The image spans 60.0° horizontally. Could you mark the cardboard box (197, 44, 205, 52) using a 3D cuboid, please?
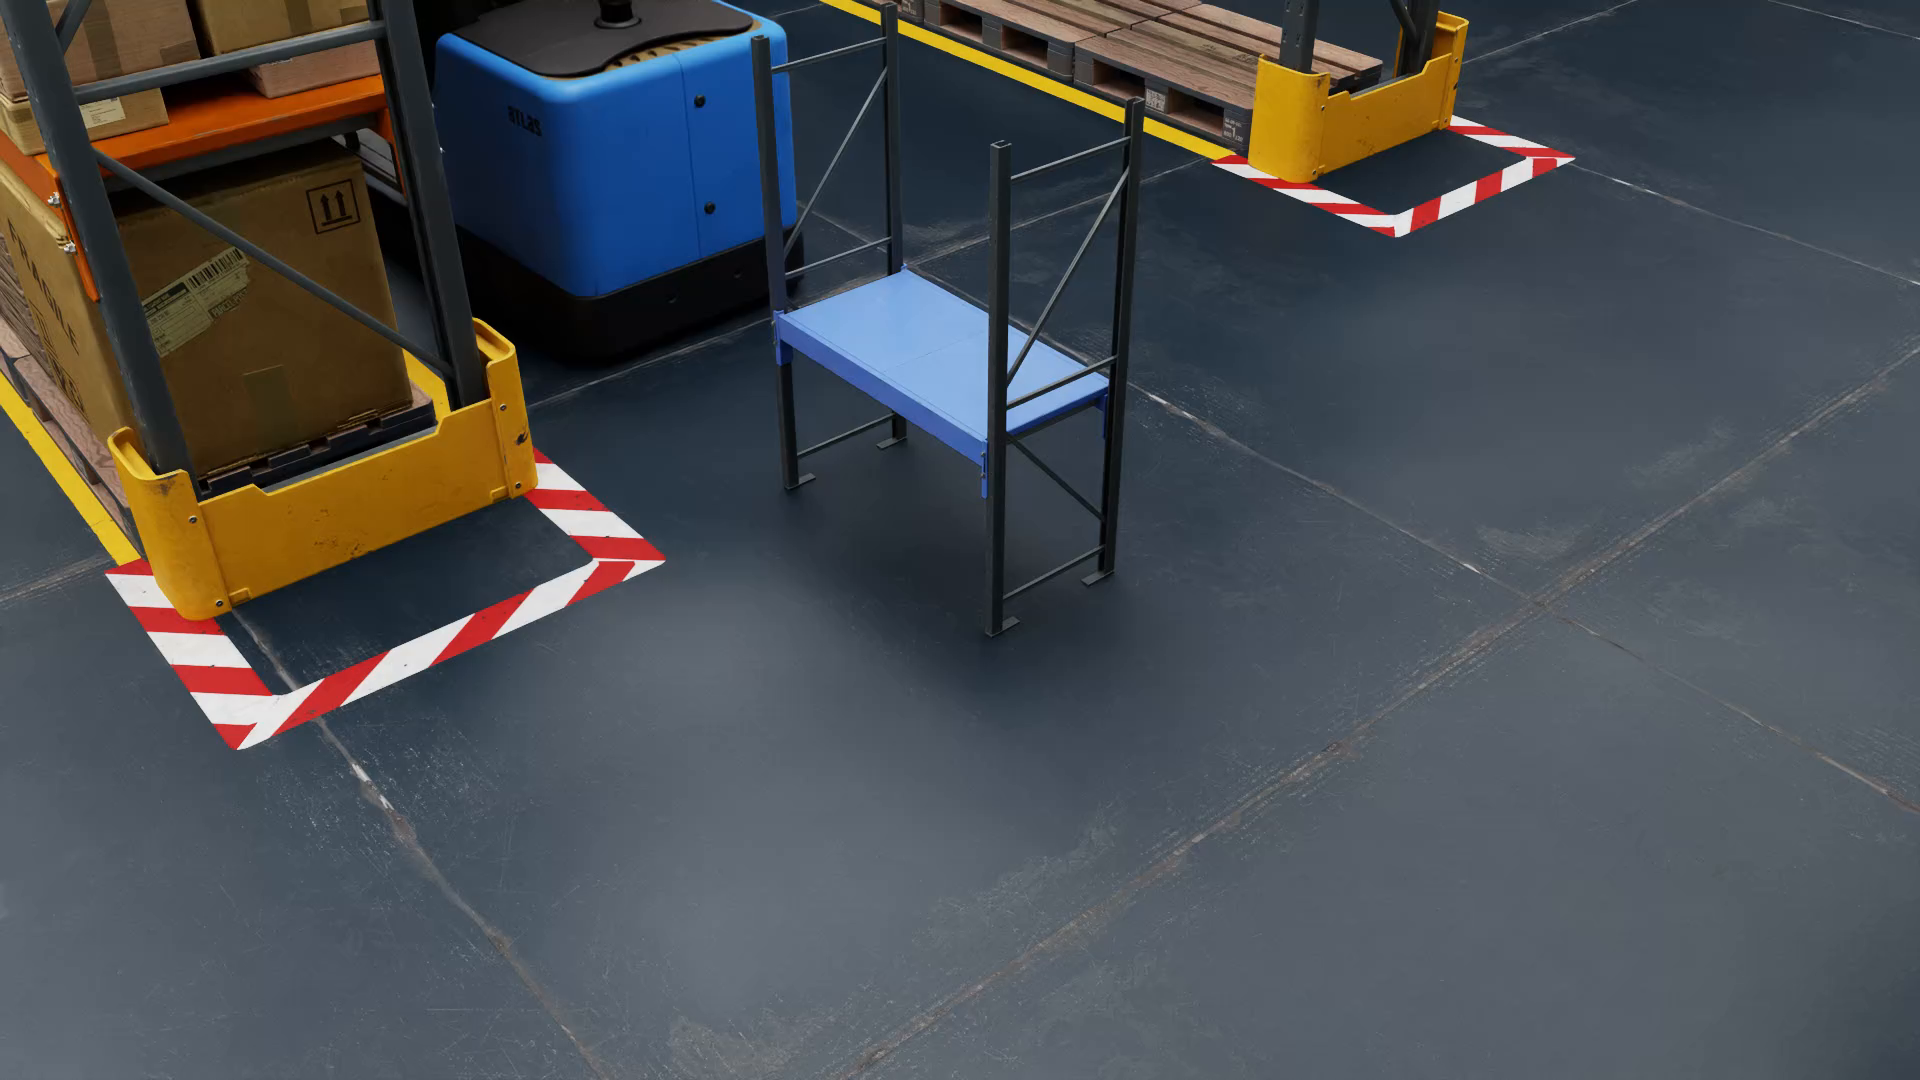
[{"bbox_3d":[-2.253,-1.676,5.238,0.380,0.149,0.250,-27,43,-33],"label":"cardboard box"}]

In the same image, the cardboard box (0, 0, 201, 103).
[{"bbox_3d":[-2.460,-1.448,4.572,0.500,0.250,0.500,-27,43,-32],"label":"cardboard box"}]

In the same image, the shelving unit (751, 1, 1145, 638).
[{"bbox_3d":[-0.055,-0.650,4.870,0.538,1.500,1.048,-26,43,-32],"label":"shelving unit"}]

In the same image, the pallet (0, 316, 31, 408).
[{"bbox_3d":[-3.303,-0.997,6.475,1.003,0.211,1.213,-26,43,-32],"label":"pallet"}]

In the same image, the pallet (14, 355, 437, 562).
[{"bbox_3d":[-2.520,-0.459,5.715,1.003,0.211,1.213,-26,43,-32],"label":"pallet"}]

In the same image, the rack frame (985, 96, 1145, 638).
[{"bbox_3d":[0.273,-0.425,4.553,0.500,1.500,0.032,-26,43,-32],"label":"rack frame"}]

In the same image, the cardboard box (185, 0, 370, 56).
[{"bbox_3d":[-2.048,-1.646,4.851,0.500,0.250,0.500,-27,43,-33],"label":"cardboard box"}]

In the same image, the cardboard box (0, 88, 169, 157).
[{"bbox_3d":[-2.426,-1.205,4.573,0.380,0.149,0.250,-25,42,-31],"label":"cardboard box"}]

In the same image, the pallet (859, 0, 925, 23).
[{"bbox_3d":[-0.238,-3.438,9.922,1.003,0.211,1.213,-26,43,-32],"label":"pallet"}]

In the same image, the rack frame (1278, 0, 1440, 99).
[{"bbox_3d":[1.839,-3.120,7.060,1.000,3.000,0.127,-26,43,-32],"label":"rack frame"}]

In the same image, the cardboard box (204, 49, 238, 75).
[{"bbox_3d":[-2.088,-1.563,5.079,0.380,0.149,0.250,-27,43,-32],"label":"cardboard box"}]

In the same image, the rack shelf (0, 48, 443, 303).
[{"bbox_3d":[-3.235,-1.862,5.907,1.077,0.370,4.000,-26,43,-32],"label":"rack shelf"}]

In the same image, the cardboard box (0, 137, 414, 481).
[{"bbox_3d":[-2.418,-0.830,5.302,0.875,0.875,0.875,-26,43,-32],"label":"cardboard box"}]

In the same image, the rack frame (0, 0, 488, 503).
[{"bbox_3d":[-1.944,-1.273,4.452,1.000,3.000,0.127,-26,43,-32],"label":"rack frame"}]

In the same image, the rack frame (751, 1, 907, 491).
[{"bbox_3d":[-0.383,-0.874,5.187,0.500,1.500,0.032,-26,43,-32],"label":"rack frame"}]

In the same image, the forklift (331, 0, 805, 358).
[{"bbox_3d":[-1.988,-2.622,6.417,1.130,2.935,3.031,-28,44,-34],"label":"forklift"}]

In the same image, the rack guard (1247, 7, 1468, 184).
[{"bbox_3d":[1.865,-2.094,7.775,1.175,0.500,0.348,-26,43,-32],"label":"rack guard"}]

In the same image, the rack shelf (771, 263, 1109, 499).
[{"bbox_3d":[-0.055,-0.503,4.974,0.538,0.185,1.000,-26,43,-32],"label":"rack shelf"}]

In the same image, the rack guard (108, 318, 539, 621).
[{"bbox_3d":[-1.929,-0.242,5.160,1.175,0.500,0.348,-26,43,-32],"label":"rack guard"}]

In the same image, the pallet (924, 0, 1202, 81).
[{"bbox_3d":[0.554,-2.899,9.161,1.003,0.211,1.213,-26,43,-32],"label":"pallet"}]

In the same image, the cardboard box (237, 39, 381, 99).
[{"bbox_3d":[-1.921,-1.450,4.920,0.380,0.149,0.250,-25,43,-31],"label":"cardboard box"}]

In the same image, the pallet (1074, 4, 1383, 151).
[{"bbox_3d":[1.337,-2.361,8.401,1.003,0.211,1.213,-26,43,-32],"label":"pallet"}]

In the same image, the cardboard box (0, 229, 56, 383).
[{"bbox_3d":[-3.006,-1.232,5.869,0.875,0.875,0.875,-26,43,-32],"label":"cardboard box"}]
